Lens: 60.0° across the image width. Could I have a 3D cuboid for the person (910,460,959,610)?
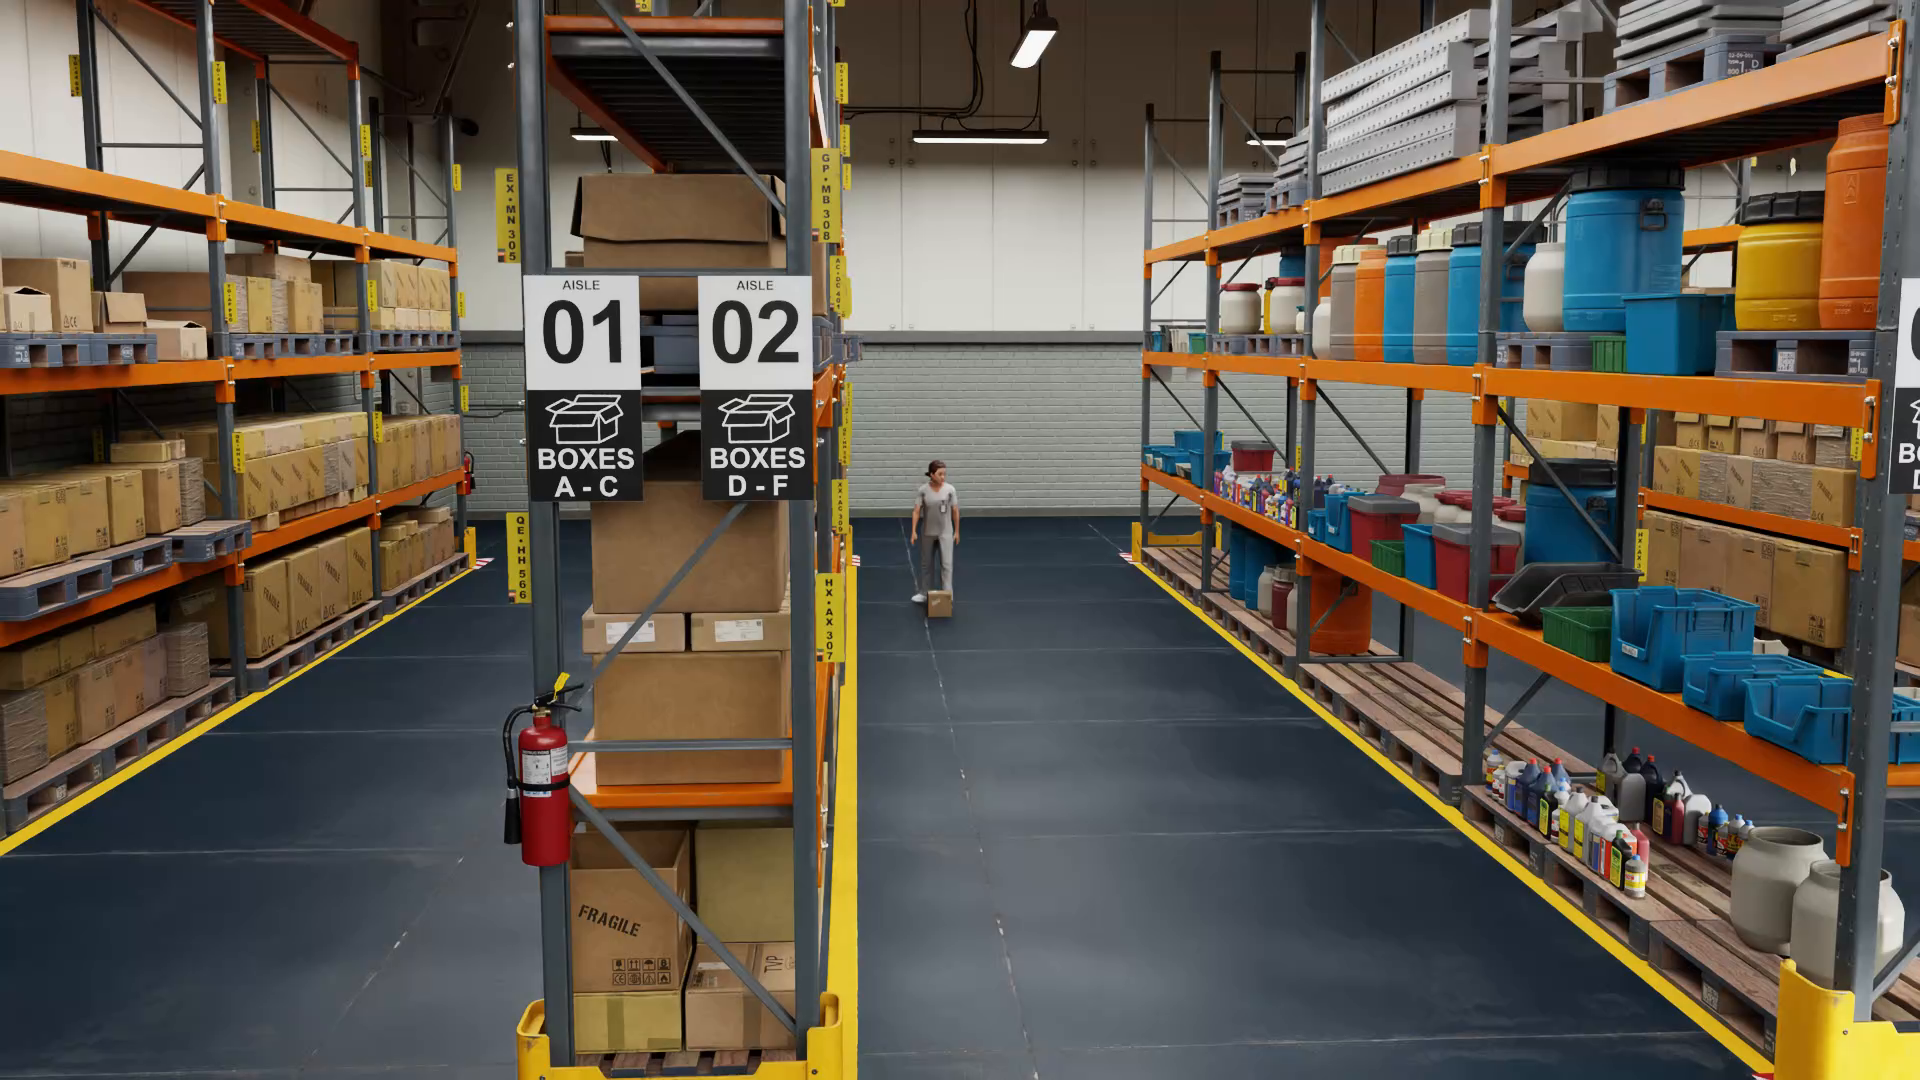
[{"bbox_3d":[-0.299,-0.068,18.305,0.572,1.639,0.871,1,7,10],"label":"person"}]
